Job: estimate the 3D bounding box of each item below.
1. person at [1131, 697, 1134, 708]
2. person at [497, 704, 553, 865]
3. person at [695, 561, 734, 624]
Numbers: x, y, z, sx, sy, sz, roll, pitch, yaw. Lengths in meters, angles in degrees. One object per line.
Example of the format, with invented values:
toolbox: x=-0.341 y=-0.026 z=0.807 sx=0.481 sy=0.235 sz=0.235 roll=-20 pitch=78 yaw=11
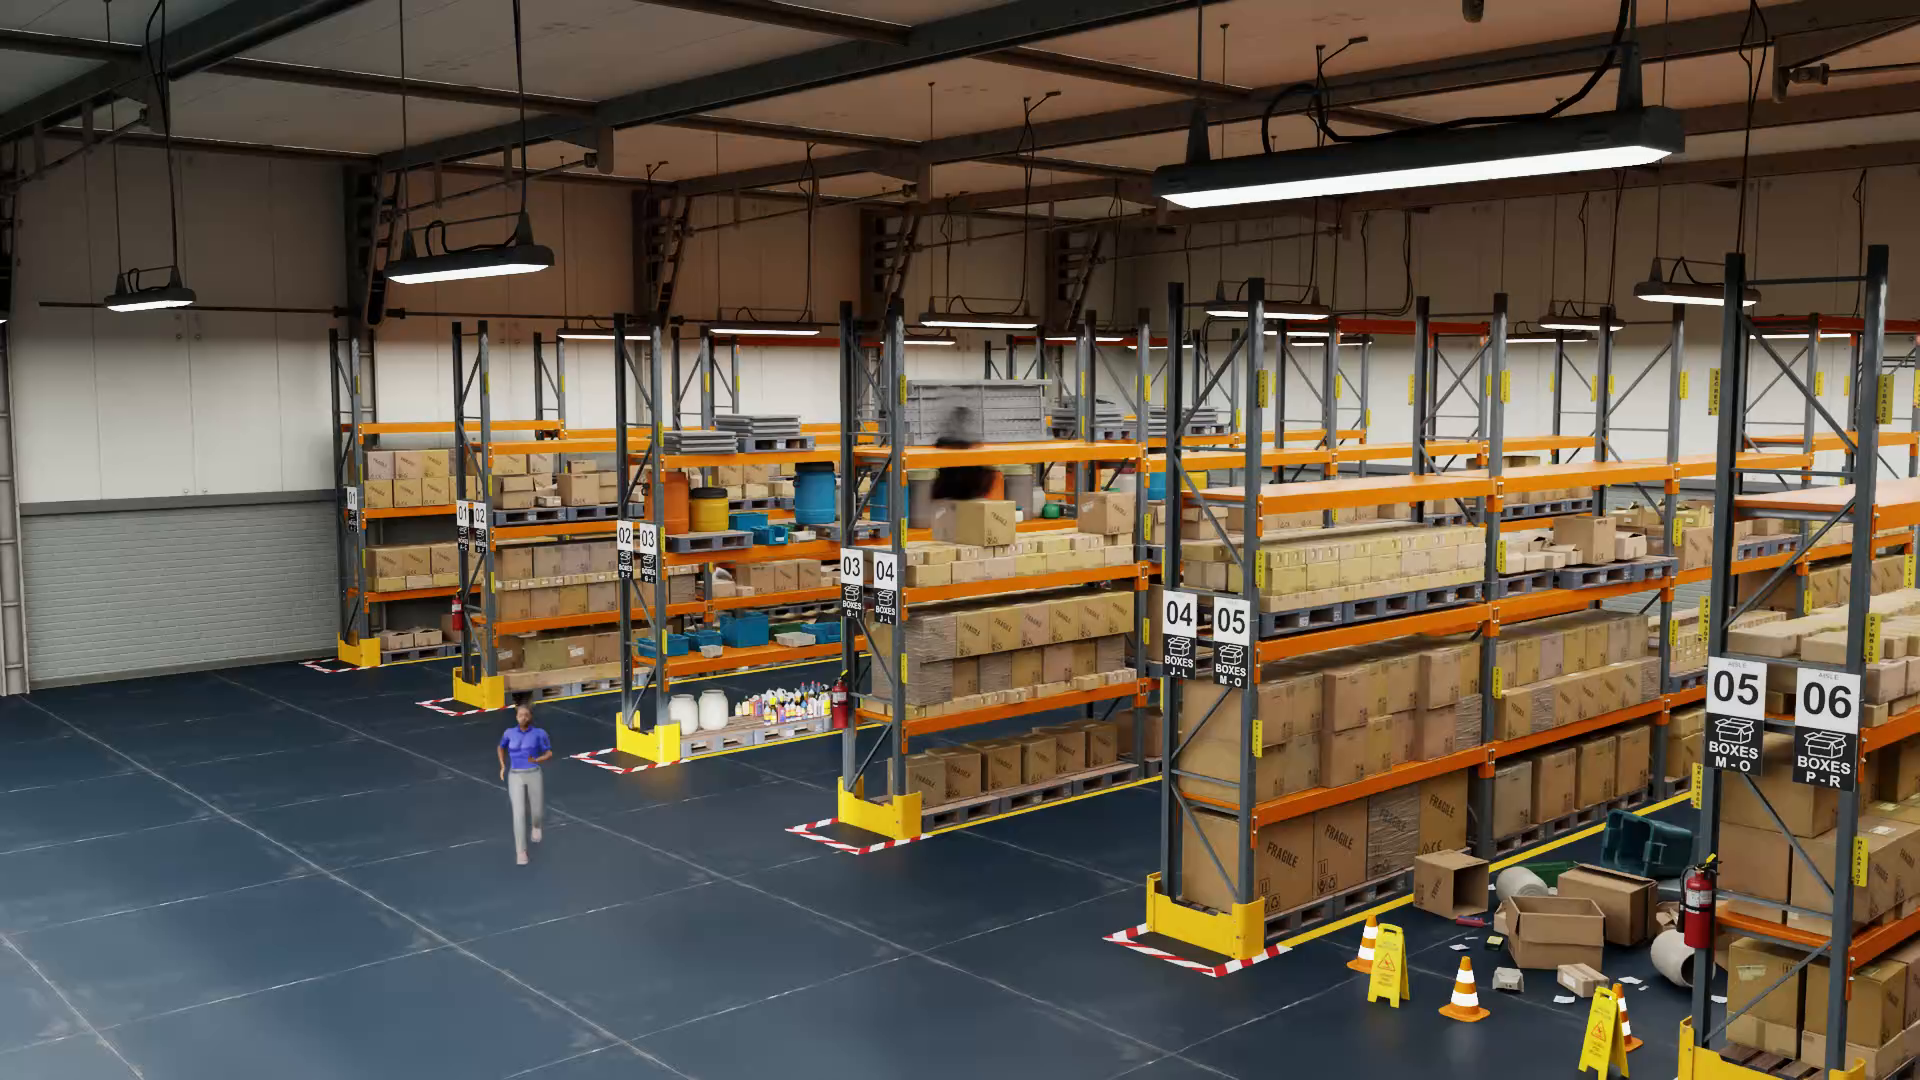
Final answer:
person: x=2.736 y=1.888 z=25.436 sx=0.537 sy=1.561 sz=0.589 roll=4 pitch=7 yaw=33
person: x=-4.665 y=2.572 z=17.848 sx=0.583 sy=1.633 sz=0.924 roll=-1 pitch=6 yaw=-13
person: x=-4.690 y=1.171 z=31.436 sx=0.631 sy=1.839 sz=0.709 roll=5 pitch=8 yaw=44
